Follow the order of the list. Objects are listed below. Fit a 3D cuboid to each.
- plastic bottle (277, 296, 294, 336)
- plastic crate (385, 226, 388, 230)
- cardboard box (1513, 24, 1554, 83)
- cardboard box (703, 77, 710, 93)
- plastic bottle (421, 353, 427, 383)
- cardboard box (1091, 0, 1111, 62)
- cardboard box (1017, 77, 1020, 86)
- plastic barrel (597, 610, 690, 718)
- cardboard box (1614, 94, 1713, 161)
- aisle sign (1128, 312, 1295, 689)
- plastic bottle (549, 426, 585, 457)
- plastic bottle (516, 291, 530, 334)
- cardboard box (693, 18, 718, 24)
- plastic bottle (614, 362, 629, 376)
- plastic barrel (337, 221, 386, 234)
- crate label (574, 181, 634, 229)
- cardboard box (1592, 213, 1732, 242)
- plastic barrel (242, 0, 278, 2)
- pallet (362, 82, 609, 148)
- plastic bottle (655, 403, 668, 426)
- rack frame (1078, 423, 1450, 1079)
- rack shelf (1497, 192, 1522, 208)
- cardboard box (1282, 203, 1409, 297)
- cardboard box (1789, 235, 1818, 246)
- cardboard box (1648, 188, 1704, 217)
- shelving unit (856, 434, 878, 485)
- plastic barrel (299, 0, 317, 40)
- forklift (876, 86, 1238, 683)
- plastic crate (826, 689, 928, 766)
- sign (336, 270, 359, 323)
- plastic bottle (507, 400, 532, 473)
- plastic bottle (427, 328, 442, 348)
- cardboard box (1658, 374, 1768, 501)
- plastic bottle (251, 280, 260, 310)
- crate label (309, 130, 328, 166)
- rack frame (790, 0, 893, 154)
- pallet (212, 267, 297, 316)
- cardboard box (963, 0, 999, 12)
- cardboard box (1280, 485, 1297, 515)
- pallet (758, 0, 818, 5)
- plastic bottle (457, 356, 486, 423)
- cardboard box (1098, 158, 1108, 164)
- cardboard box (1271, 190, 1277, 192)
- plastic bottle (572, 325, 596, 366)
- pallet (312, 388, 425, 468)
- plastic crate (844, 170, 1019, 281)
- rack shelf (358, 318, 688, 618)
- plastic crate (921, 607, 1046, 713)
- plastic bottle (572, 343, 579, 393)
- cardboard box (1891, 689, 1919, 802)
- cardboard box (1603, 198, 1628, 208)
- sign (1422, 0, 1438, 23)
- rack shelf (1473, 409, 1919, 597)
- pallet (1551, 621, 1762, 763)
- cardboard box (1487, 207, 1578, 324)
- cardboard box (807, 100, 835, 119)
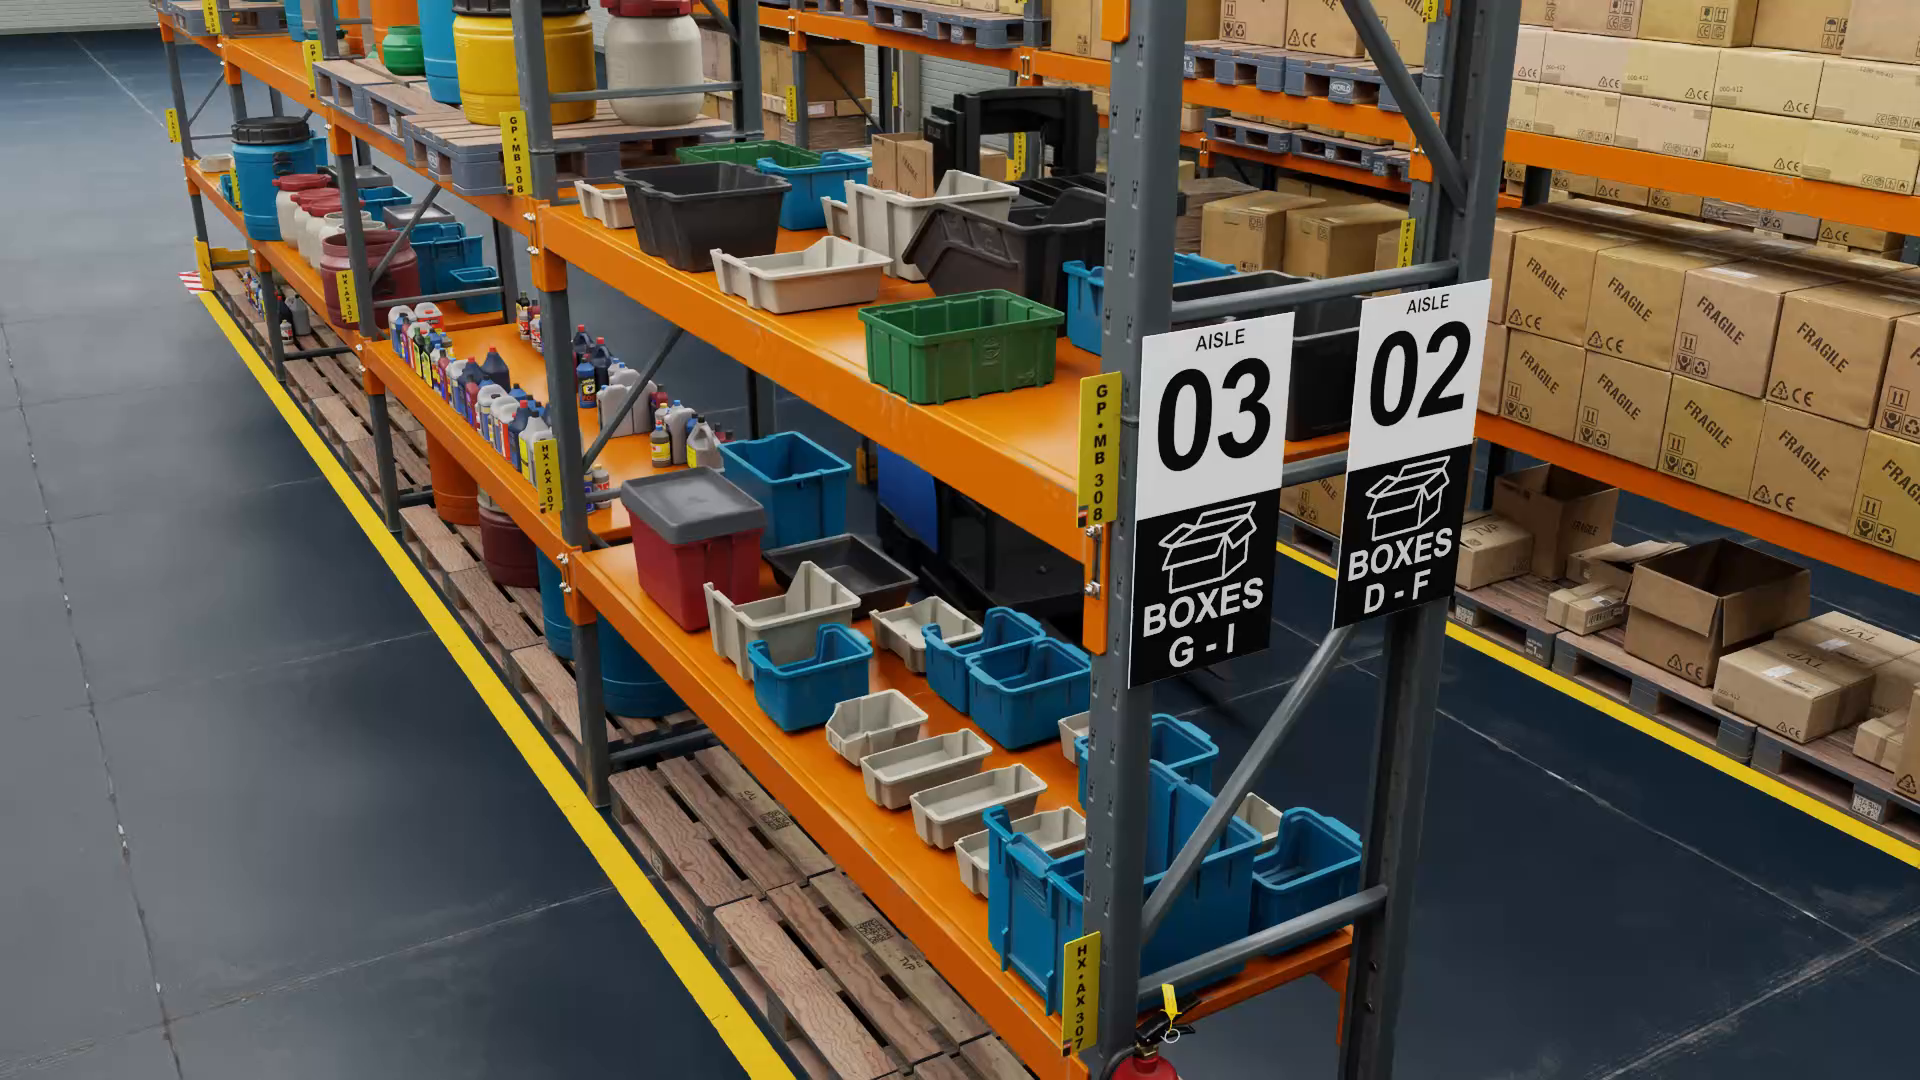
[{"bbox_3d":[-5.955,-1.968,14.604,0.144,0.351,0.185,-13,26,-30],"label":"plastic bottle"},{"bbox_3d":[-4.246,-2.231,12.598,0.450,0.188,0.662,-13,25,-28],"label":"plastic crate"},{"bbox_3d":[3.004,-2.547,8.646,0.500,0.250,0.500,-13,25,-28],"label":"cardboard box"},{"bbox_3d":[-2.617,-4.930,17.962,0.380,0.149,0.250,-14,26,-30],"label":"cardboard box"},{"bbox_3d":[-3.051,-1.014,9.586,0.097,0.201,0.097,0,22,0],"label":"plastic bottle"},{"bbox_3d":[1.438,-3.632,11.646,0.910,0.500,0.500,-13,25,-28],"label":"cardboard box"},{"bbox_3d":[1.072,-5.760,21.171,0.500,0.250,0.500,-13,26,-30],"label":"cardboard box"},{"bbox_3d":[-1.555,0.349,8.198,0.600,0.901,0.708,-13,25,-28],"label":"plastic barrel"},{"bbox_3d":[3.511,-1.991,7.942,0.500,0.250,0.500,-13,25,-28],"label":"cardboard box"},{"bbox_3d":[0.537,-0.079,3.570,0.394,0.787,0.004,-13,25,-28],"label":"aisle sign"},{"bbox_3d":[-1.918,-0.489,8.095,0.144,0.351,0.185,-13,25,-28],"label":"plastic bottle"},{"bbox_3d":[-2.761,-1.441,10.528,0.061,0.283,0.133,-13,25,-28],"label":"plastic bottle"},{"bbox_3d":[-2.906,-5.562,18.656,0.700,0.500,0.500,-13,25,-28],"label":"cardboard box"},{"bbox_3d":[-1.827,-0.830,9.041,0.097,0.271,0.097,0,22,0],"label":"plastic bottle"},{"bbox_3d":[-4.044,-1.888,11.323,0.421,0.512,0.421,0,22,0],"label":"plastic barrel"},{"bbox_3d":[-1.290,-1.303,6.399,0.293,0.136,0.466,-13,25,-28],"label":"crate label"},{"bbox_3d":[3.714,-1.431,8.888,0.500,0.500,0.500,-13,26,-29],"label":"cardboard box"},{"bbox_3d":[-5.794,-4.998,13.917,0.600,0.901,0.708,-13,25,-28],"label":"plastic barrel"},{"bbox_3d":[-2.358,-2.153,8.391,1.003,0.211,1.213,-13,25,-28],"label":"pallet"},{"bbox_3d":[-1.522,-0.604,8.579,0.097,0.201,0.097,0,22,0],"label":"plastic bottle"},{"bbox_3d":[0.752,1.046,4.255,1.000,3.000,0.127,-13,25,-28],"label":"rack frame"},{"bbox_3d":[6.204,-2.469,13.857,1.077,0.370,4.000,-13,25,-28],"label":"rack shelf"},{"bbox_3d":[2.513,-1.848,10.685,0.700,0.500,0.500,-8,24,-20],"label":"cardboard box"},{"bbox_3d":[6.567,-2.272,12.725,0.380,0.149,0.250,-12,25,-27],"label":"cardboard box"},{"bbox_3d":[5.995,-2.937,13.500,0.500,0.500,0.500,-12,25,-27],"label":"cardboard box"},{"bbox_3d":[-0.253,-0.971,11.209,0.587,1.500,1.083,-9,24,-22],"label":"shelving unit"},{"bbox_3d":[-4.597,-4.126,12.330,0.600,0.901,0.600,0,22,0],"label":"plastic barrel"},{"bbox_3d":[0.511,-0.914,9.169,1.130,2.935,3.031,-9,24,-22],"label":"forklift"},{"bbox_3d":[-0.286,0.637,5.532,0.298,0.136,0.250,-13,25,-28],"label":"plastic crate"},{"bbox_3d":[-3.804,-1.511,10.330,0.100,0.325,0.005,-13,25,-28],"label":"sign"},{"bbox_3d":[-2.137,-0.521,8.174,0.144,0.351,0.185,-13,25,-28],"label":"plastic bottle"},{"bbox_3d":[-3.067,-1.101,9.708,0.097,0.271,0.097,0,22,0],"label":"plastic bottle"},{"bbox_3d":[3.774,-0.538,8.018,0.500,0.500,0.500,-13,25,-29],"label":"cardboard box"},{"bbox_3d":[-6.537,-2.283,15.484,0.097,0.271,0.097,0,22,0],"label":"plastic bottle"},{"bbox_3d":[-6.249,-3.606,15.653,0.502,0.435,0.616,-13,25,-28],"label":"crate label"},{"bbox_3d":[-1.118,-3.790,16.153,1.000,3.000,0.127,-13,25,-28],"label":"rack frame"},{"bbox_3d":[-6.932,-2.562,16.835,1.003,0.211,1.213,-13,25,-28],"label":"pallet"},{"bbox_3d":[0.362,-4.312,13.095,0.500,0.250,0.500,-12,25,-27],"label":"cardboard box"},{"bbox_3d":[2.225,-0.513,10.825,0.500,0.500,0.500,-13,25,-28],"label":"cardboard box"},{"bbox_3d":[-1.576,-5.410,16.272,1.003,0.211,1.213,-13,25,-28],"label":"pallet"},{"bbox_3d":[-2.605,-0.817,8.904,0.144,0.351,0.185,-13,25,-28],"label":"plastic bottle"},{"bbox_3d":[1.995,-4.412,20.418,0.700,0.500,0.500,-14,26,-32],"label":"cardboard box"},{"bbox_3d":[3.529,-3.555,18.310,0.700,0.500,0.500,-12,25,-26],"label":"cardboard box"},{"bbox_3d":[-2.132,-1.043,9.459,0.144,0.351,0.185,-13,25,-28],"label":"plastic bottle"},{"bbox_3d":[-4.316,-0.905,12.757,1.003,0.211,1.213,-13,25,-28],"label":"pallet"},{"bbox_3d":[-0.115,-1.066,5.624,0.437,0.282,0.530,-13,25,-28],"label":"plastic crate"},{"bbox_3d":[-2.313,-0.563,9.169,1.077,0.370,4.000,-13,25,-28],"label":"rack shelf"},{"bbox_3d":[0.083,0.429,5.915,0.416,0.233,0.300,-13,25,-28],"label":"plastic crate"},{"bbox_3d":[-2.207,-0.983,9.402,0.061,0.283,0.133,-13,25,-28],"label":"plastic bottle"},{"bbox_3d":[4.523,0.920,7.300,0.500,0.500,0.500,-13,25,-28],"label":"cardboard box"},{"bbox_3d":[5.710,-2.866,14.185,0.380,0.149,0.250,-12,25,-27],"label":"cardboard box"},{"bbox_3d":[2.494,-2.904,8.780,0.100,0.325,0.005,-13,25,-28],"label":"sign"},{"bbox_3d":[3.990,-0.220,8.324,1.077,0.370,4.000,-13,25,-28],"label":"rack shelf"},{"bbox_3d":[3.946,0.709,8.787,1.003,0.211,1.213,-13,25,-28],"label":"pallet"},{"bbox_3d":[2.968,-1.503,9.066,0.500,0.500,0.500,-12,25,-27],"label":"cardboard box"},{"bbox_3d":[-1.441,-4.184,16.127,0.380,0.149,0.250,-13,25,-28],"label":"cardboard box"}]
